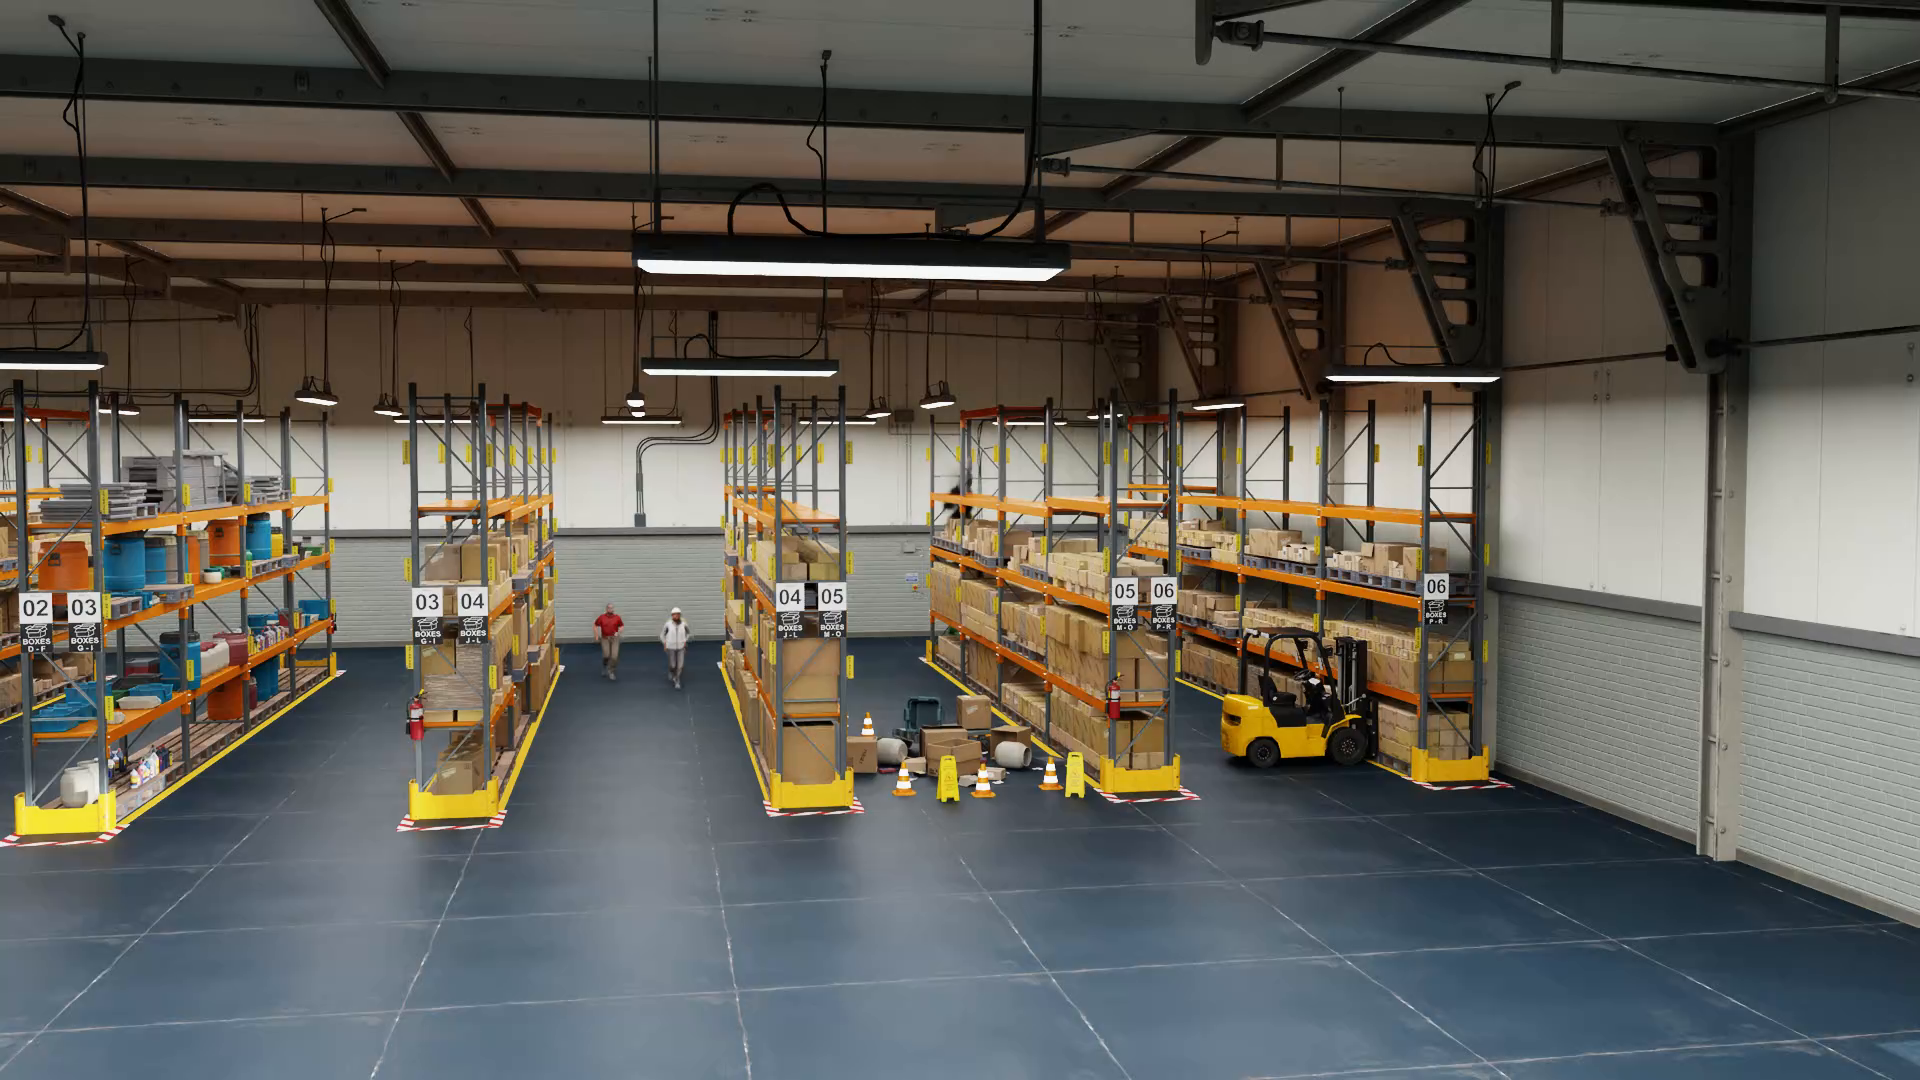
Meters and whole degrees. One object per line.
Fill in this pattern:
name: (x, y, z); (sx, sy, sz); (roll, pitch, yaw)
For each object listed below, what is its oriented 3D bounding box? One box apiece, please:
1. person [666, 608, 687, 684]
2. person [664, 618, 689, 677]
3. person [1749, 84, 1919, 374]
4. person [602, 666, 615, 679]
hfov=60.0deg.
person: (-6.120, 2.296, 35.901); (0.448, 1.669, 0.512); (-1, 3, -16)
person: (-6.356, 2.400, 37.243); (0.557, 1.330, 0.507); (0, 3, -7)
person: (5.167, -0.963, 28.495); (23.190, 8.953, 18.708); (2, 3, 29)
person: (-7.903, 2.932, 37.396); (0.280, 0.362, 0.342); (-1, 3, -18)
